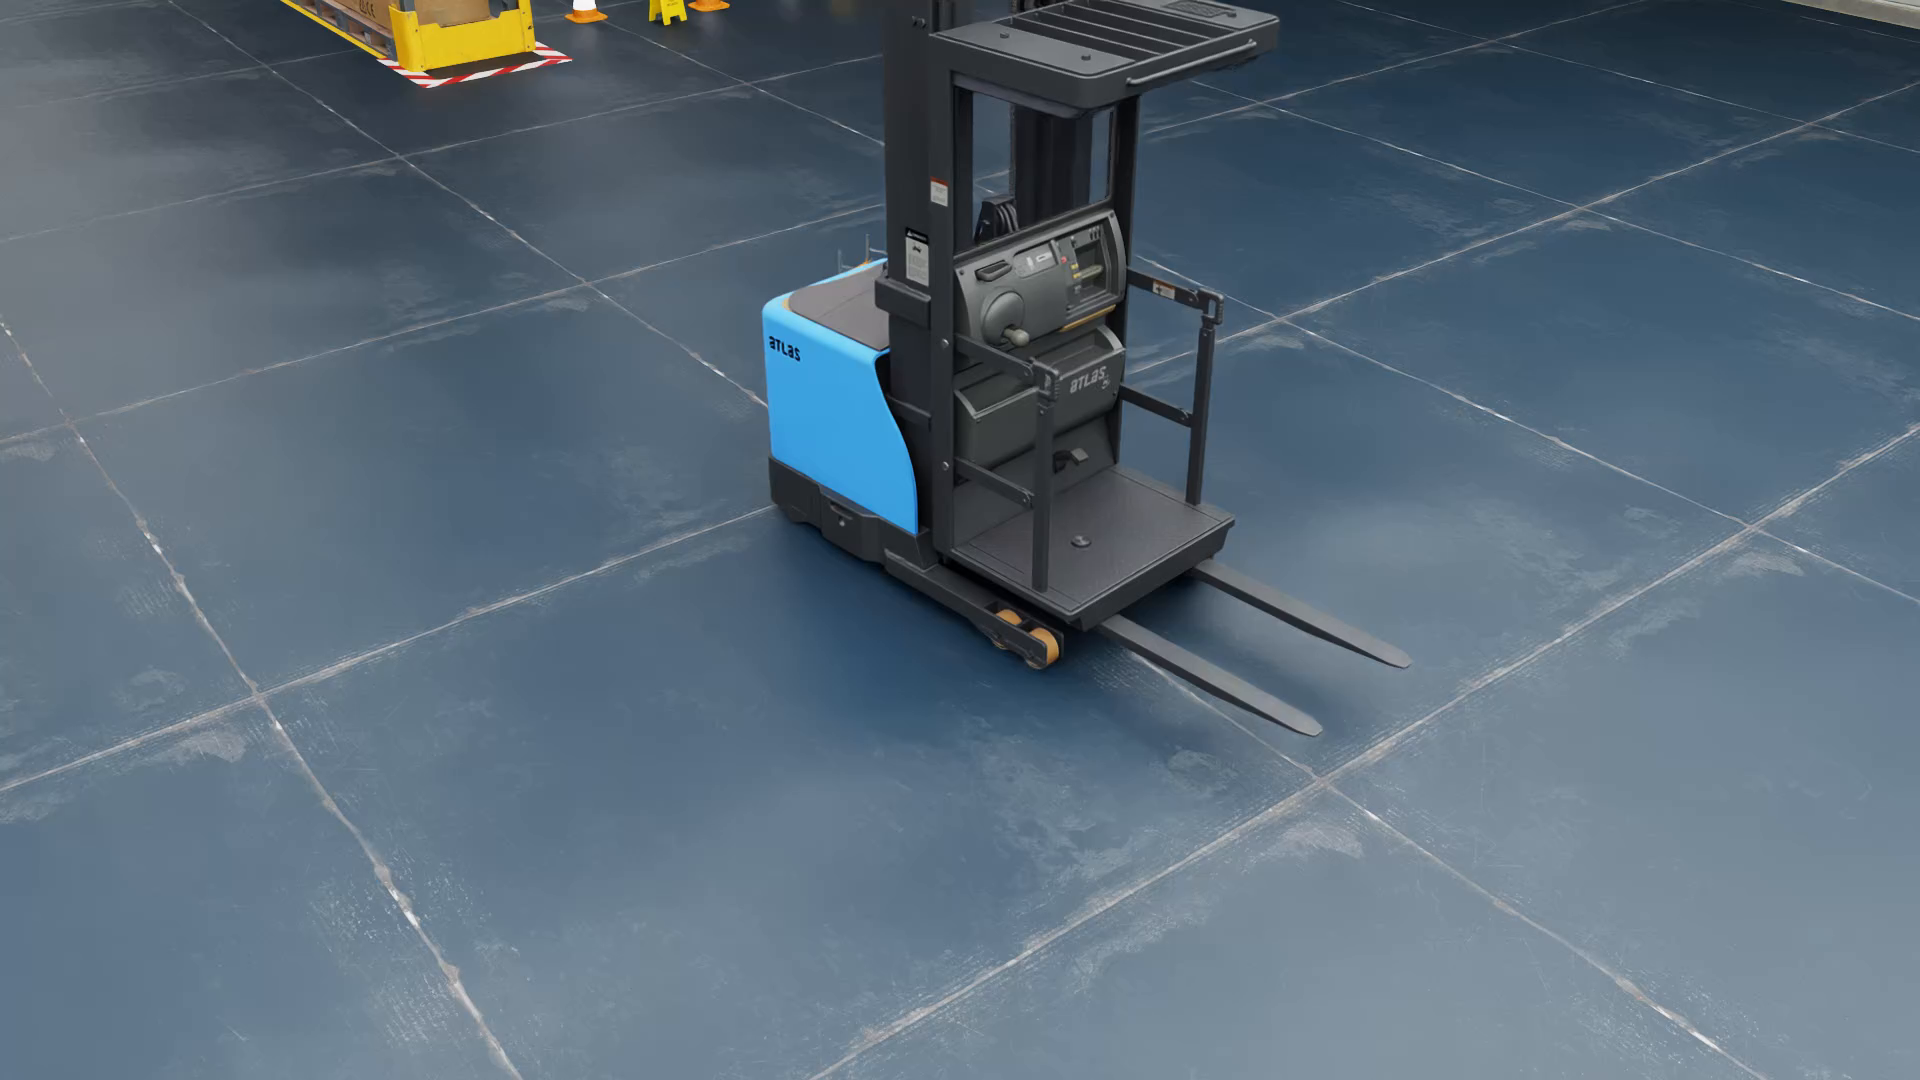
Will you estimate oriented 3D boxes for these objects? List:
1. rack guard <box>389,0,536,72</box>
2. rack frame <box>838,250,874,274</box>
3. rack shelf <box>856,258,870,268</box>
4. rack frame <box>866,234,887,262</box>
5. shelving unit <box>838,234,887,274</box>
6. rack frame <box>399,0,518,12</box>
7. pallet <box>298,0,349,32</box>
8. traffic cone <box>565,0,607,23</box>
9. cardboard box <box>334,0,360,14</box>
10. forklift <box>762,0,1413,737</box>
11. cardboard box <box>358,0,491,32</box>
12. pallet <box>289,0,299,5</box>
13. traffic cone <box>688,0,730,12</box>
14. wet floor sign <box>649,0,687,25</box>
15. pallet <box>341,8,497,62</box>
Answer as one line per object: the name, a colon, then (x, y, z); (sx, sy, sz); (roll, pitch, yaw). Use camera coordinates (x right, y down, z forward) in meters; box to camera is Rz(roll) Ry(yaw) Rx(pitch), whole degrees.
rack guard: (-4.305, -4.446, 14.434); (1.175, 0.500, 0.348); (-22, 38, -31)
rack frame: (-0.499, -0.920, 8.235); (0.200, 1.050, 0.008); (17, 36, 25)
rack shelf: (-0.438, -1.207, 8.181); (0.215, 0.259, 0.240); (17, 36, 25)
rack frame: (-0.376, -1.031, 8.414); (0.200, 1.050, 0.008); (17, 36, 25)
shelving unit: (-0.437, -0.975, 8.325); (0.215, 1.050, 0.252); (17, 36, 25)
rack frame: (-4.320, -5.518, 13.791); (1.000, 3.000, 0.127); (-22, 38, -31)
pallet: (-5.616, -5.149, 15.841); (1.003, 0.211, 1.213); (-22, 38, -31)
traffic cone: (-3.523, -5.121, 15.556); (0.336, 0.463, 0.334); (-22, 38, -31)
cardboard box: (-5.329, -5.421, 15.251); (0.875, 0.875, 0.875); (-23, 39, -32)
forklift: (0.488, -1.021, 6.615); (1.130, 2.935, 3.031); (-27, 41, -37)
cardboard box: (-4.788, -5.055, 14.661); (0.875, 0.875, 0.875); (-22, 38, -31)
pallet: (-6.368, -5.658, 16.660); (1.003, 0.211, 1.213); (-22, 38, -31)
traffic cone: (-2.422, -5.345, 15.917); (0.336, 0.463, 0.334); (-22, 38, -31)
wet floor sign: (-2.738, -5.146, 15.424); (0.232, 0.644, 0.267); (26, 40, 35)
pallet: (-4.872, -4.641, 15.023); (1.003, 0.211, 1.213); (-22, 38, -31)
